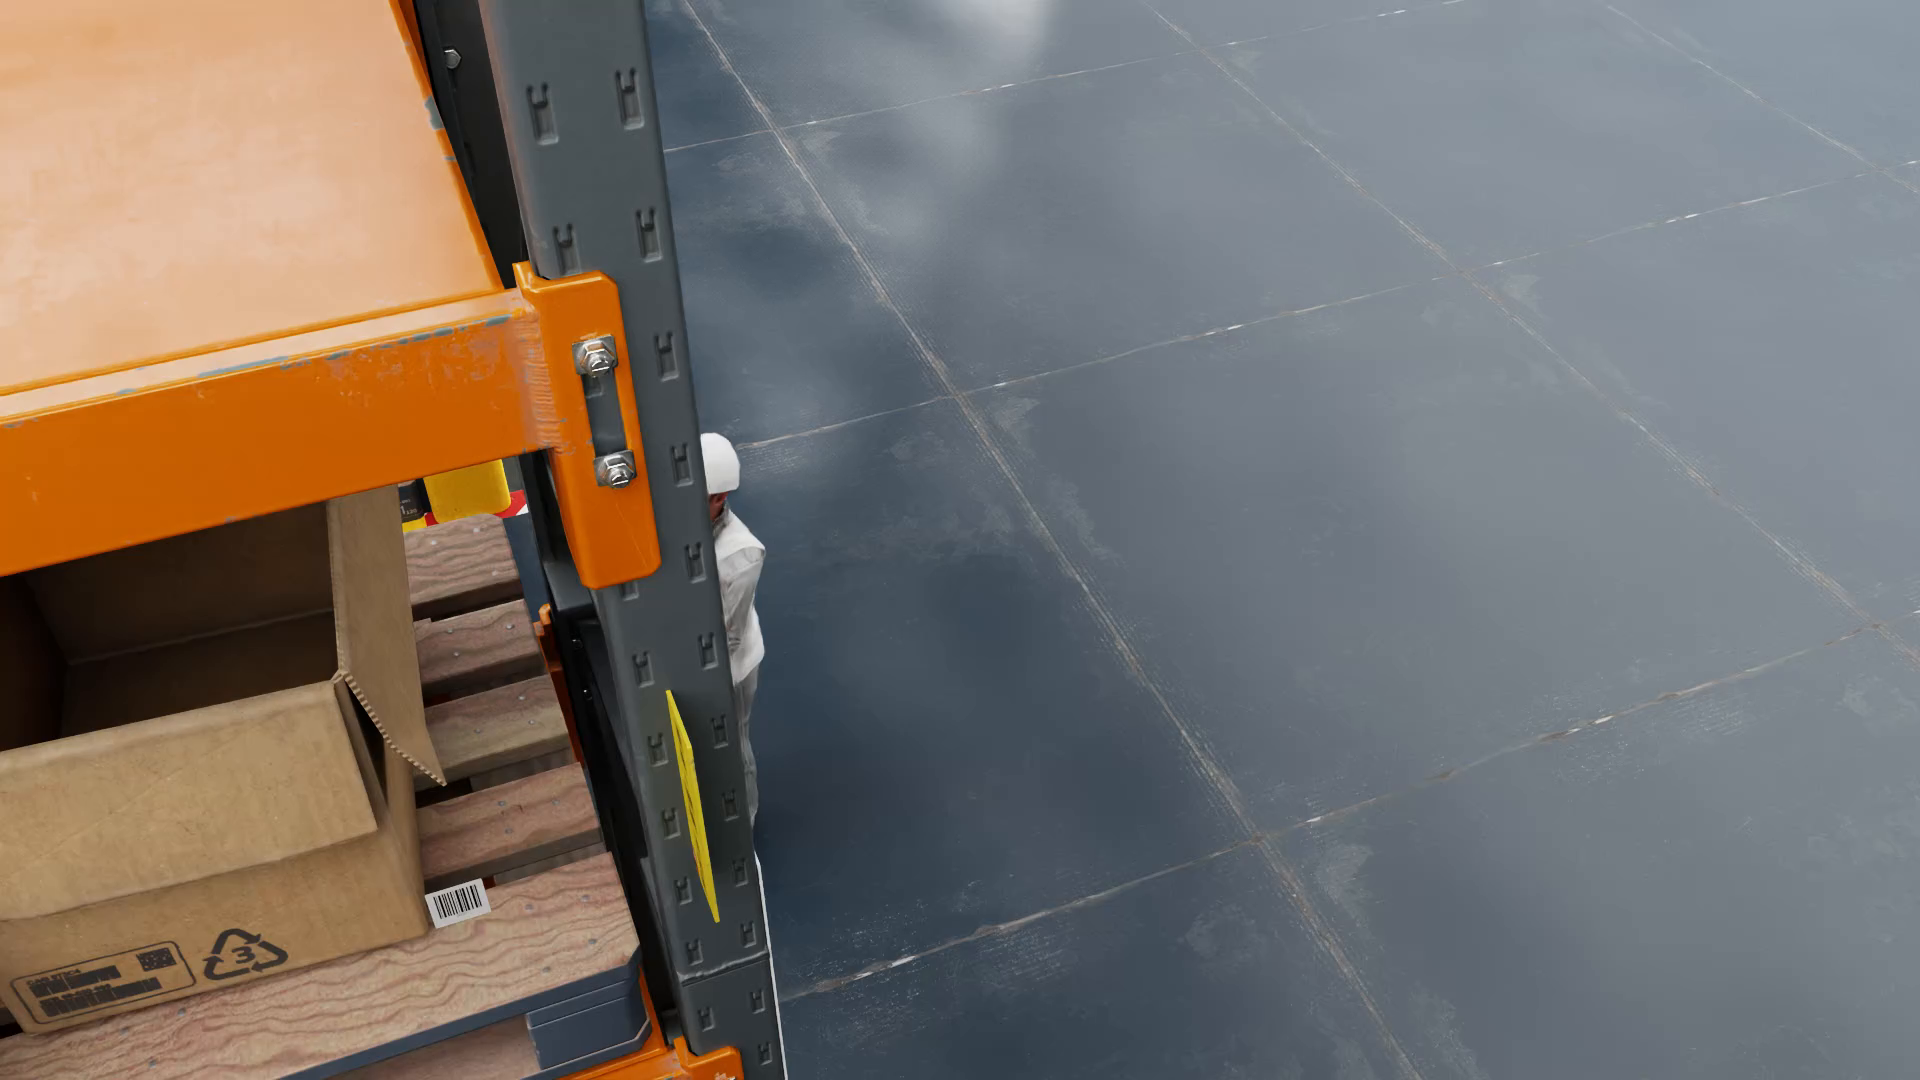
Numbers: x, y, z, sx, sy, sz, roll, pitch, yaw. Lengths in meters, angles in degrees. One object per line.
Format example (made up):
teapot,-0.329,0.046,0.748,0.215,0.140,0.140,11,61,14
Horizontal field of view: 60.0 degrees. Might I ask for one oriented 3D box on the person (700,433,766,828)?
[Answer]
person,-0.943,0.393,5.690,0.508,1.773,0.550,-32,50,-31
